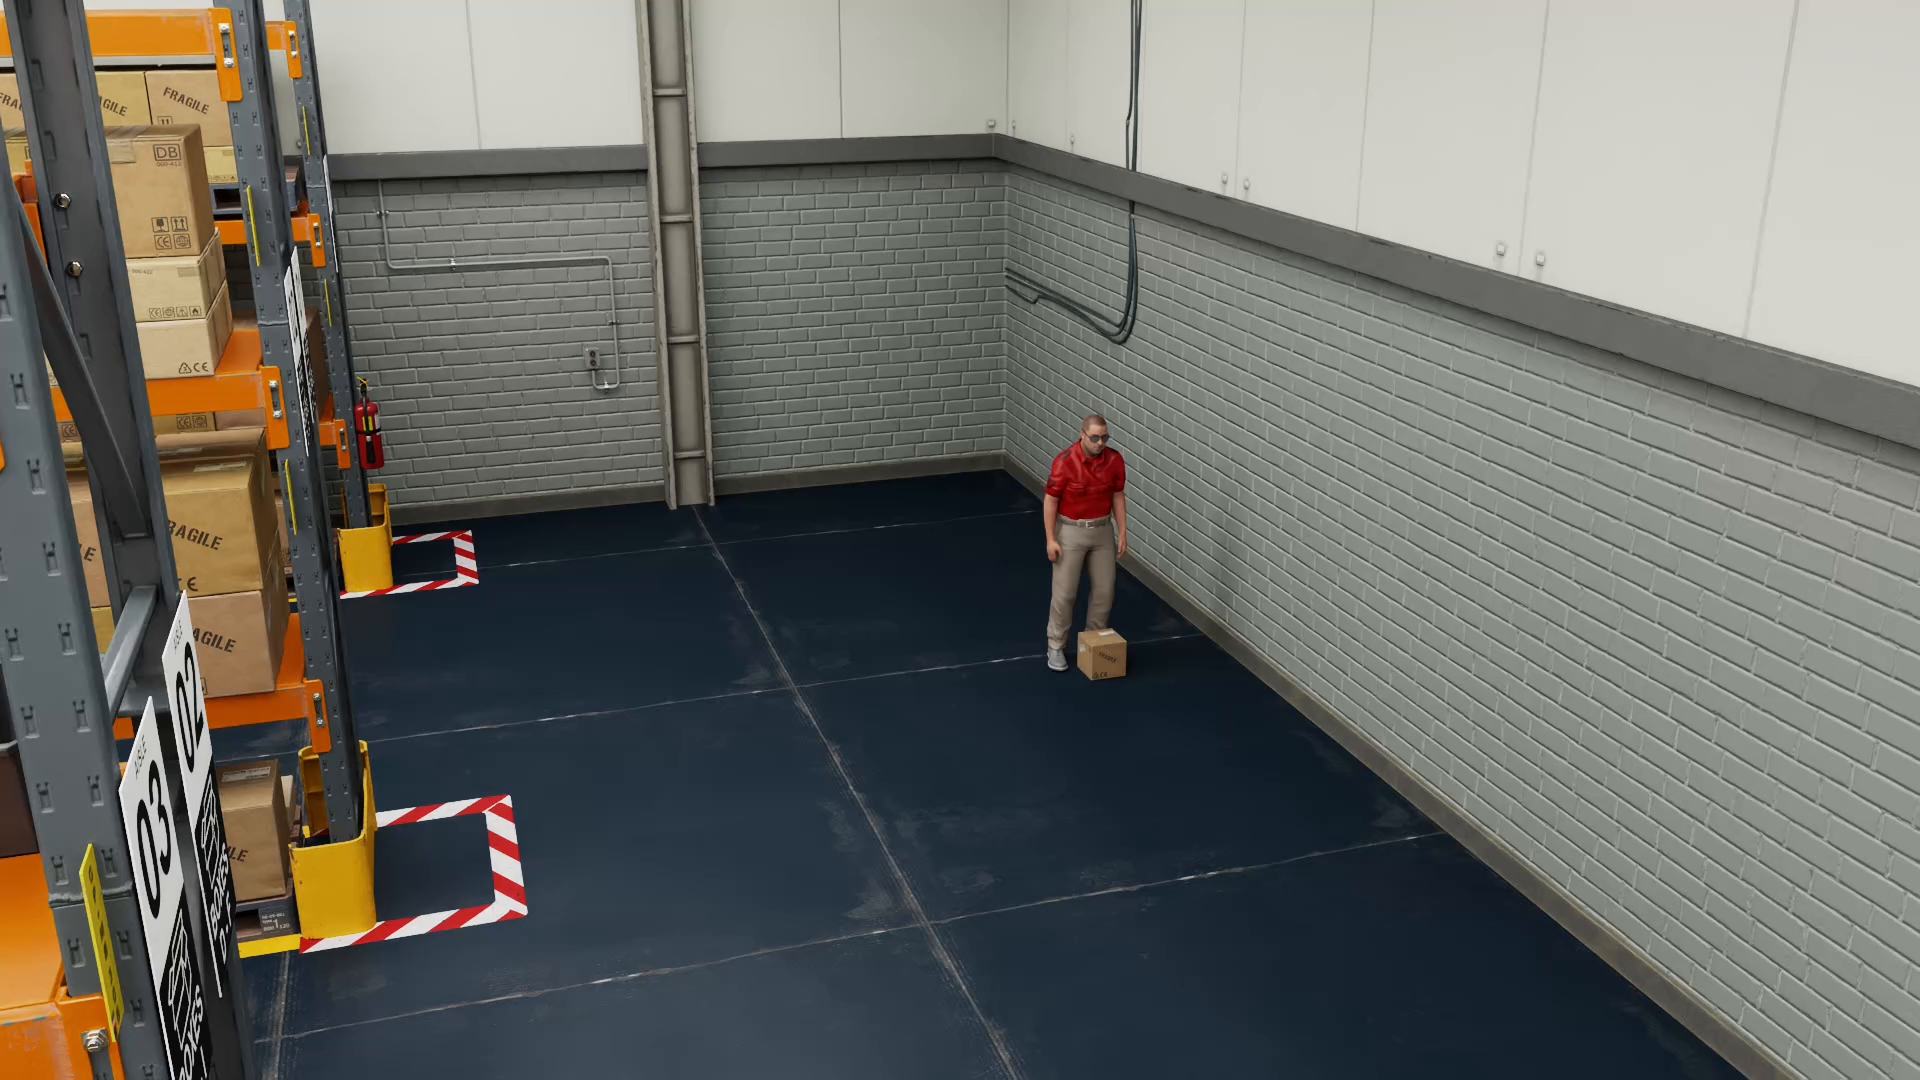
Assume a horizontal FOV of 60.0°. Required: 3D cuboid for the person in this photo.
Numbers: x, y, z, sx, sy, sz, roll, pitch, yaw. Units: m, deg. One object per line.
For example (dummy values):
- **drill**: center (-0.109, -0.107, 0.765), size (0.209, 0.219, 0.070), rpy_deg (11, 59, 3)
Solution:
- **person**: center (0.842, -0.009, 11.112), size (0.586, 1.727, 0.397), rpy_deg (-6, 20, -17)
